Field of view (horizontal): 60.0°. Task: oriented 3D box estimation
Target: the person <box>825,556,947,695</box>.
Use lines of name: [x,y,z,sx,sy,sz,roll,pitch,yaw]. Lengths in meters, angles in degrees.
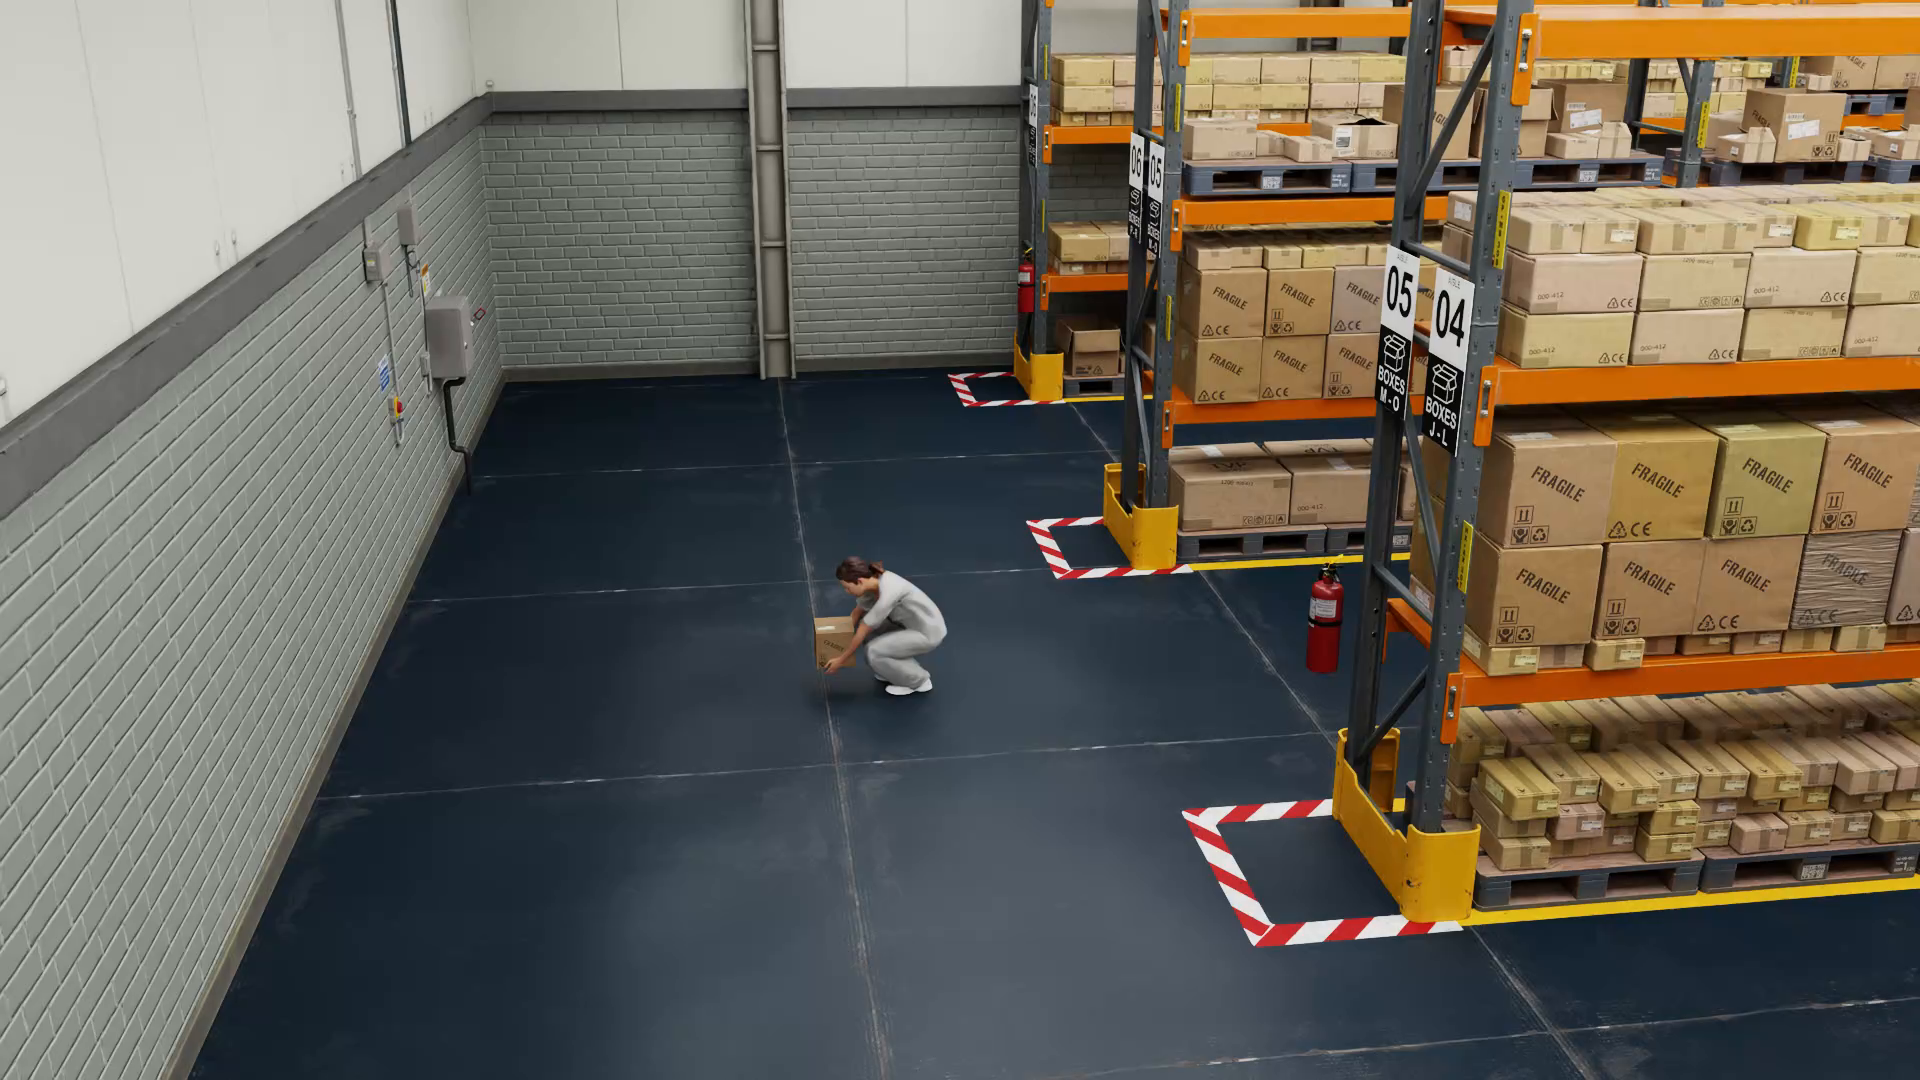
person: [-0.489,0.521,10.741,0.806,0.936,0.479,-3,20,-8]
